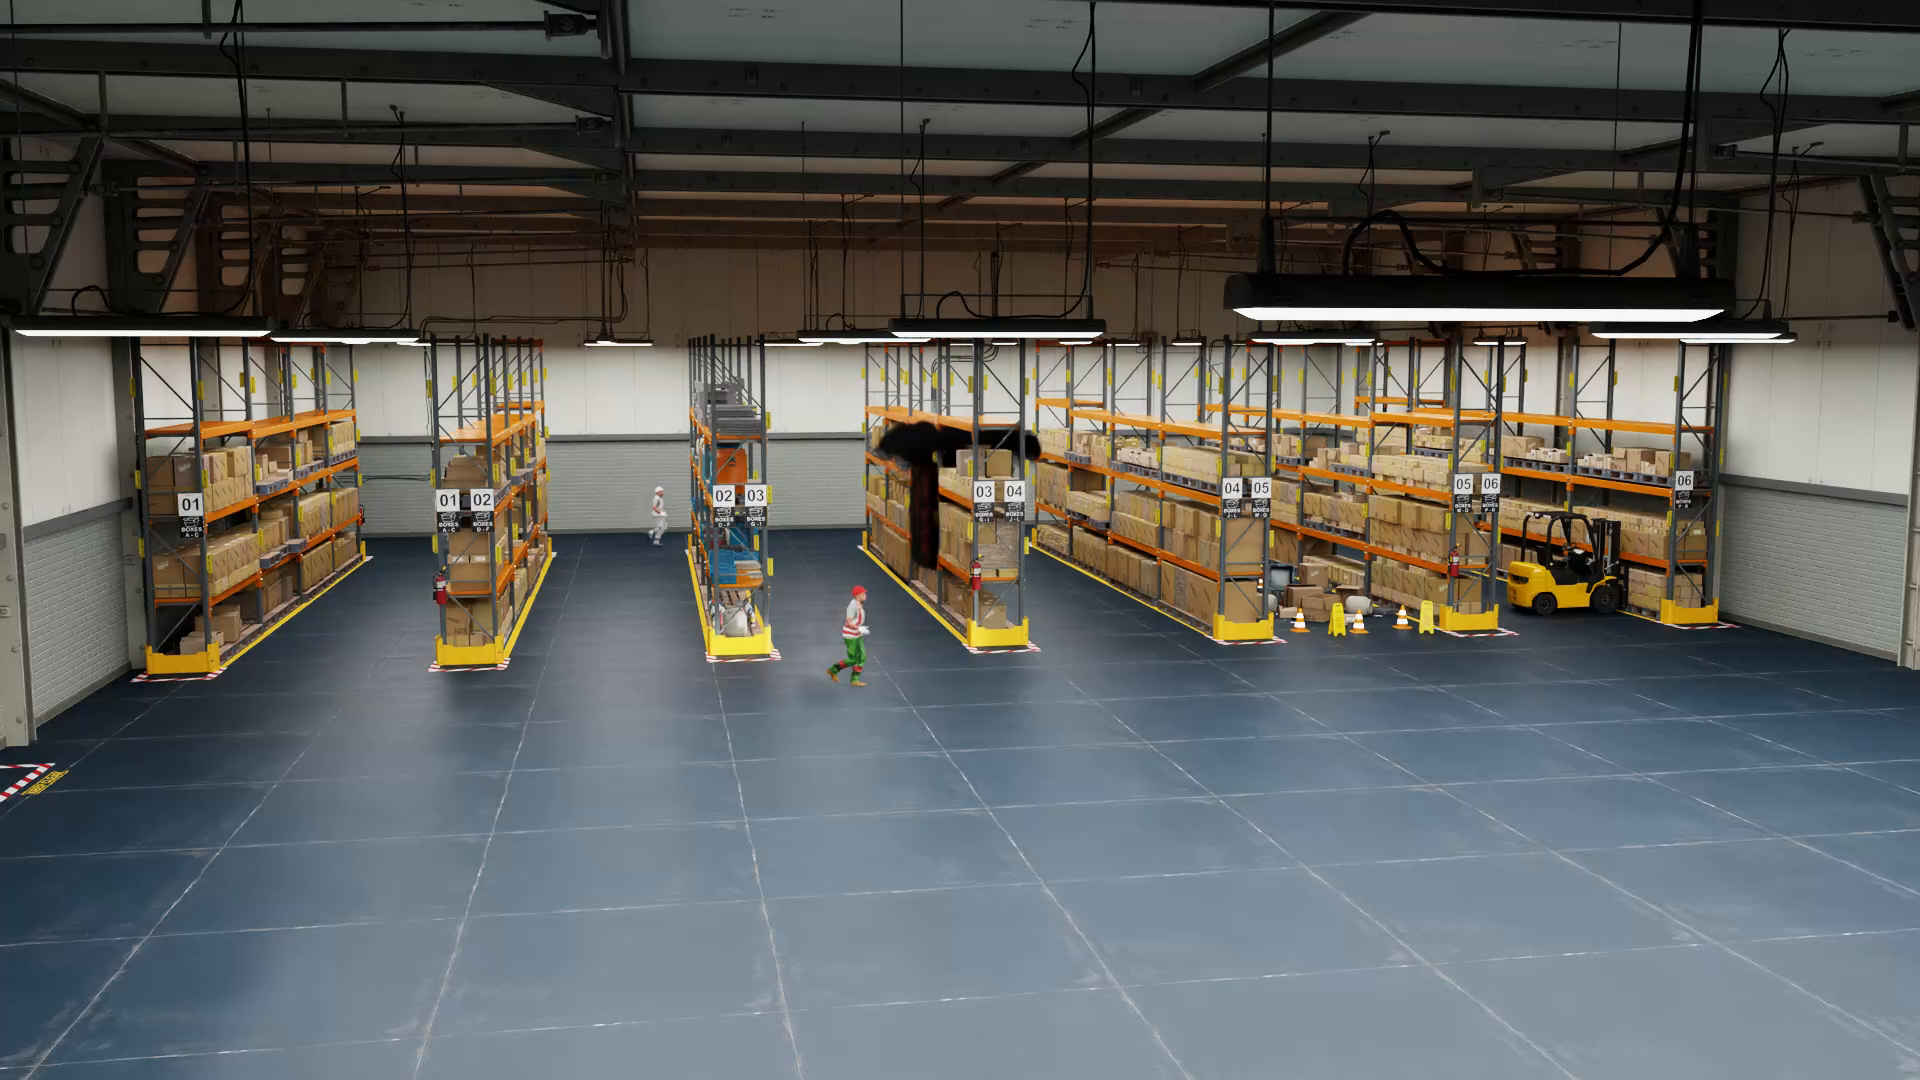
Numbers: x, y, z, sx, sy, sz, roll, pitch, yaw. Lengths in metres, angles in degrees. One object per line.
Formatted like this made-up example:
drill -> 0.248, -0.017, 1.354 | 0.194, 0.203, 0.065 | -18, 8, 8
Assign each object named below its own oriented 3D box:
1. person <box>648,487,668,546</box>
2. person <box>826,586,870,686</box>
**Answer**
person -> -8.824, -0.693, 48.549 | 0.626, 1.728, 0.649 | 0, 7, -2
person -> -1.878, 1.638, 28.294 | 0.791, 1.737, 0.651 | 1, 7, 13
